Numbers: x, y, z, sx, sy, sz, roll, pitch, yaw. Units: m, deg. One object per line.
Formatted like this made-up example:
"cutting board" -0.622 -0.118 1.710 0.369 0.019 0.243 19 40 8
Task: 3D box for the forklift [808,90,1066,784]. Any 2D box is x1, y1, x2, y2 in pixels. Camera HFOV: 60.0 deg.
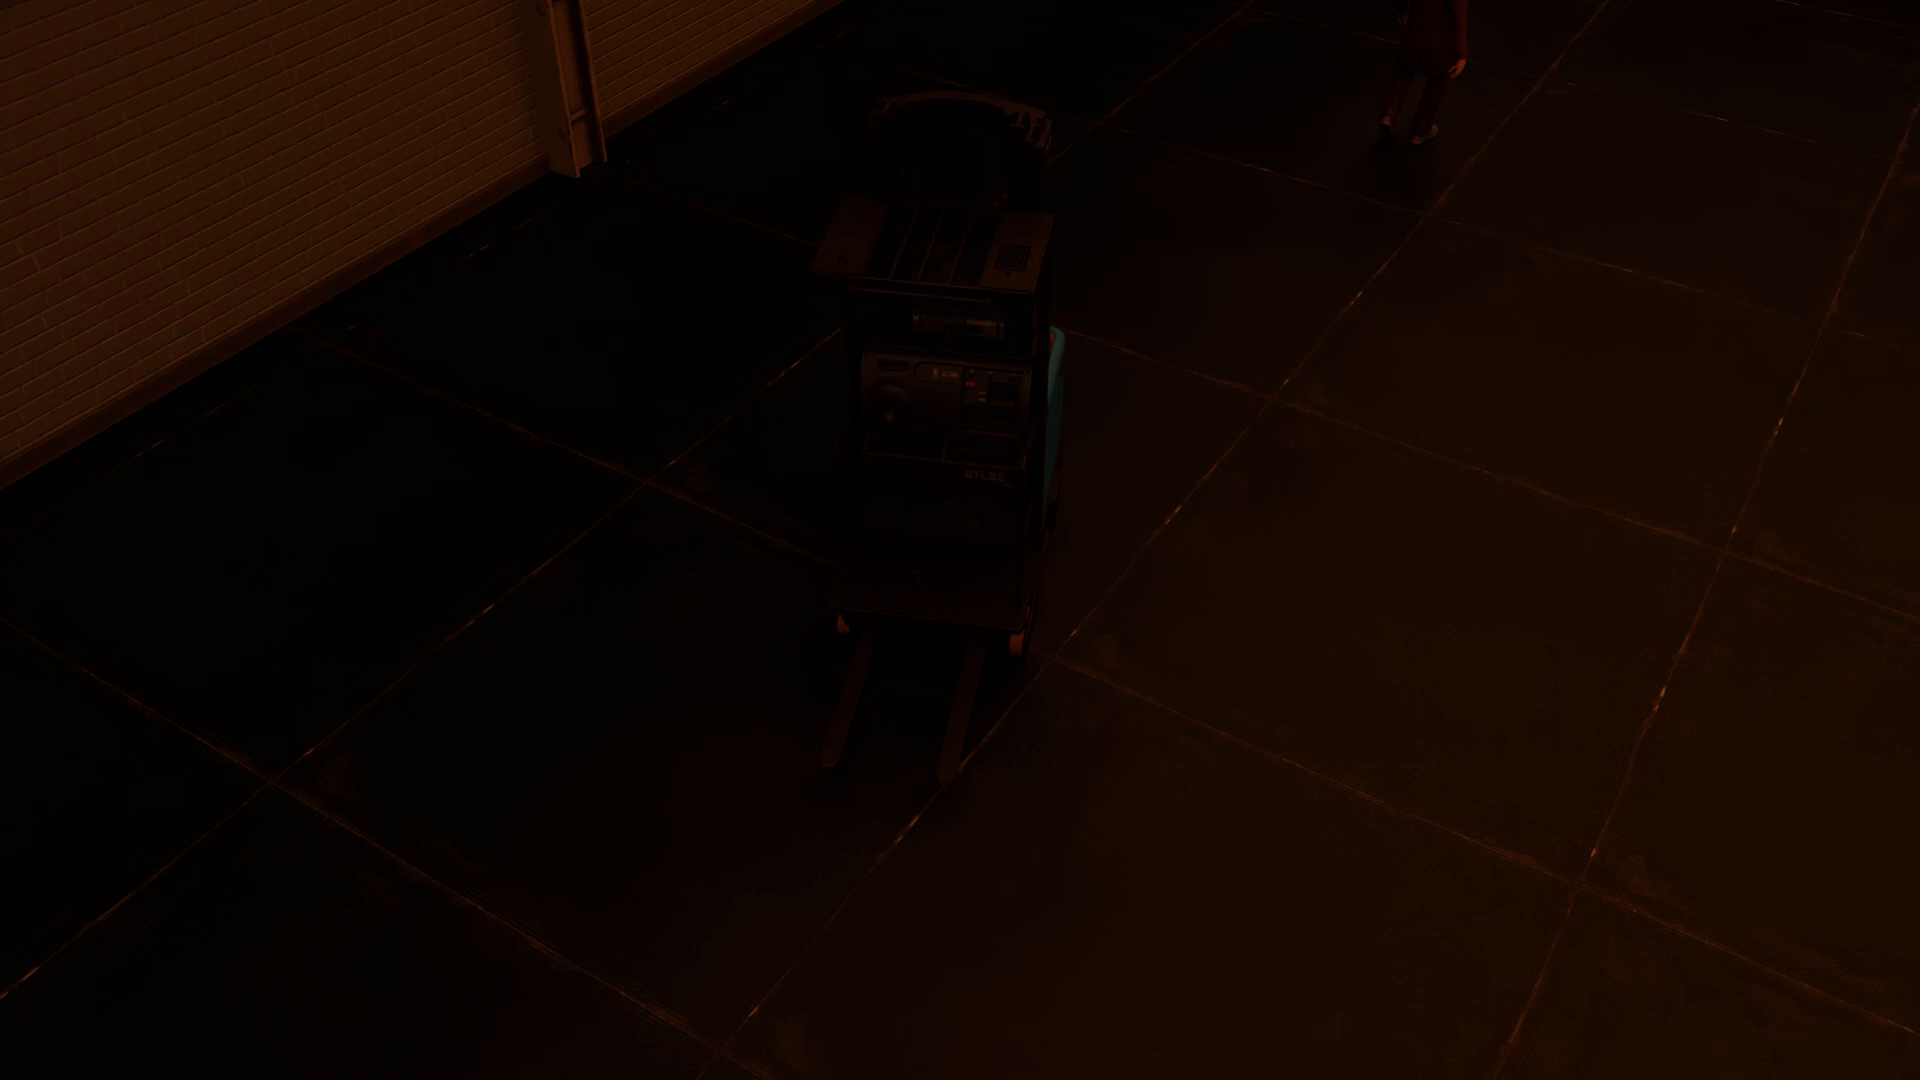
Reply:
"forklift" -0.113 -0.715 8.811 1.130 2.935 3.031 7 41 8

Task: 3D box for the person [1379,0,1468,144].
"person" 3.848 -4.103 13.717 0.852 1.760 0.651 28 48 29
